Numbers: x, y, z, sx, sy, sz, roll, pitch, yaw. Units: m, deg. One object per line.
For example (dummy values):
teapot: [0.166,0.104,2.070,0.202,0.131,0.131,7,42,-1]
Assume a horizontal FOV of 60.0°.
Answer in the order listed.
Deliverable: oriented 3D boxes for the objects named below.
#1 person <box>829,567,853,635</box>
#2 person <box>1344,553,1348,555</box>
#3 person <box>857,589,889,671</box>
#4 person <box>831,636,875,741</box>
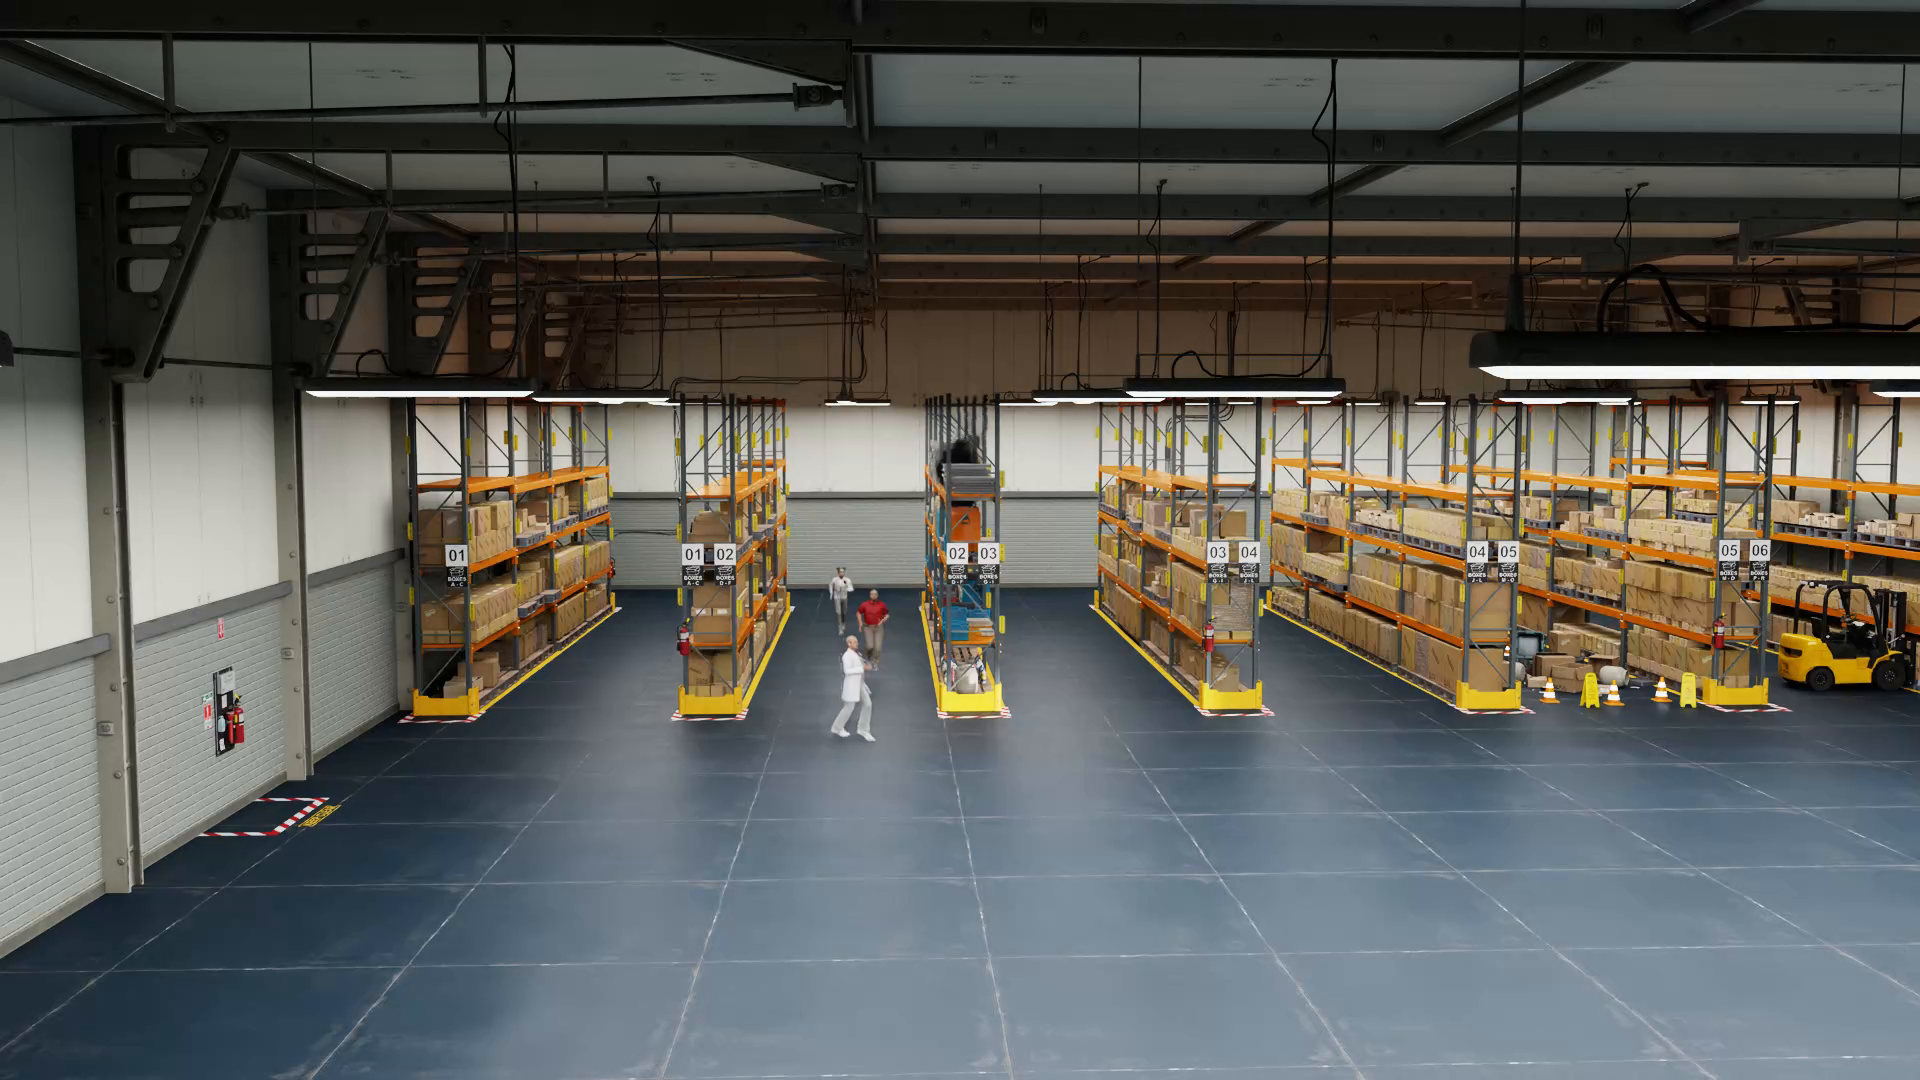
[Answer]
person: [-3.011,1.518,42.258,0.600,1.694,0.894,0,5,-6]
person: [10.997,1.101,47.346,0.687,1.752,0.605,-1,5,-15]
person: [-1.782,1.876,34.380,0.664,1.704,0.590,-1,5,-9]
person: [-1.846,2.566,28.694,0.815,1.844,0.683,2,5,23]
